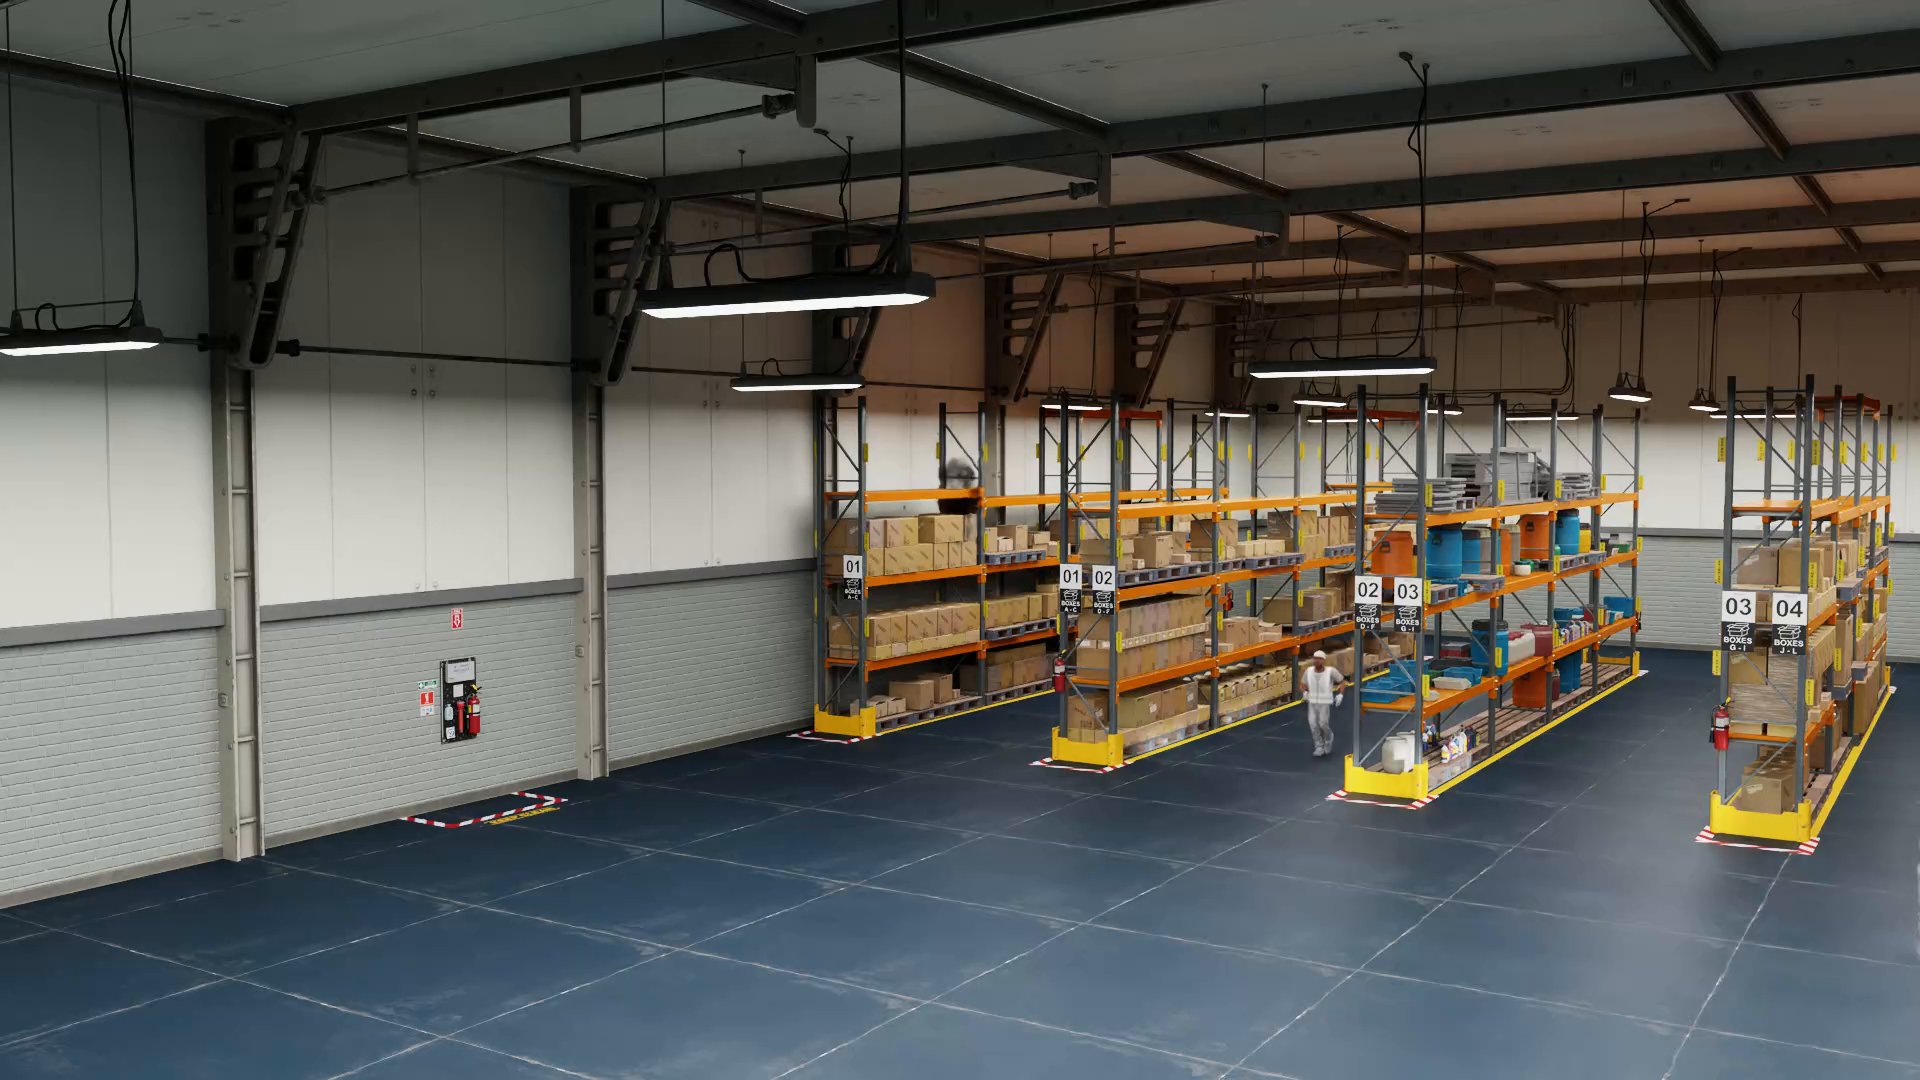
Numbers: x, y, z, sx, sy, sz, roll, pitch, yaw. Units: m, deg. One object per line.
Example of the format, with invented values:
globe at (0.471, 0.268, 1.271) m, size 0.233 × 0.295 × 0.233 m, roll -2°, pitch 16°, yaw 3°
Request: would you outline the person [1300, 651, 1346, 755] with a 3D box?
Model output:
person at (5.921, 2.689, 27.328) m, size 0.715 × 1.738 × 0.597 m, roll 2°, pitch 3°, yaw 28°
